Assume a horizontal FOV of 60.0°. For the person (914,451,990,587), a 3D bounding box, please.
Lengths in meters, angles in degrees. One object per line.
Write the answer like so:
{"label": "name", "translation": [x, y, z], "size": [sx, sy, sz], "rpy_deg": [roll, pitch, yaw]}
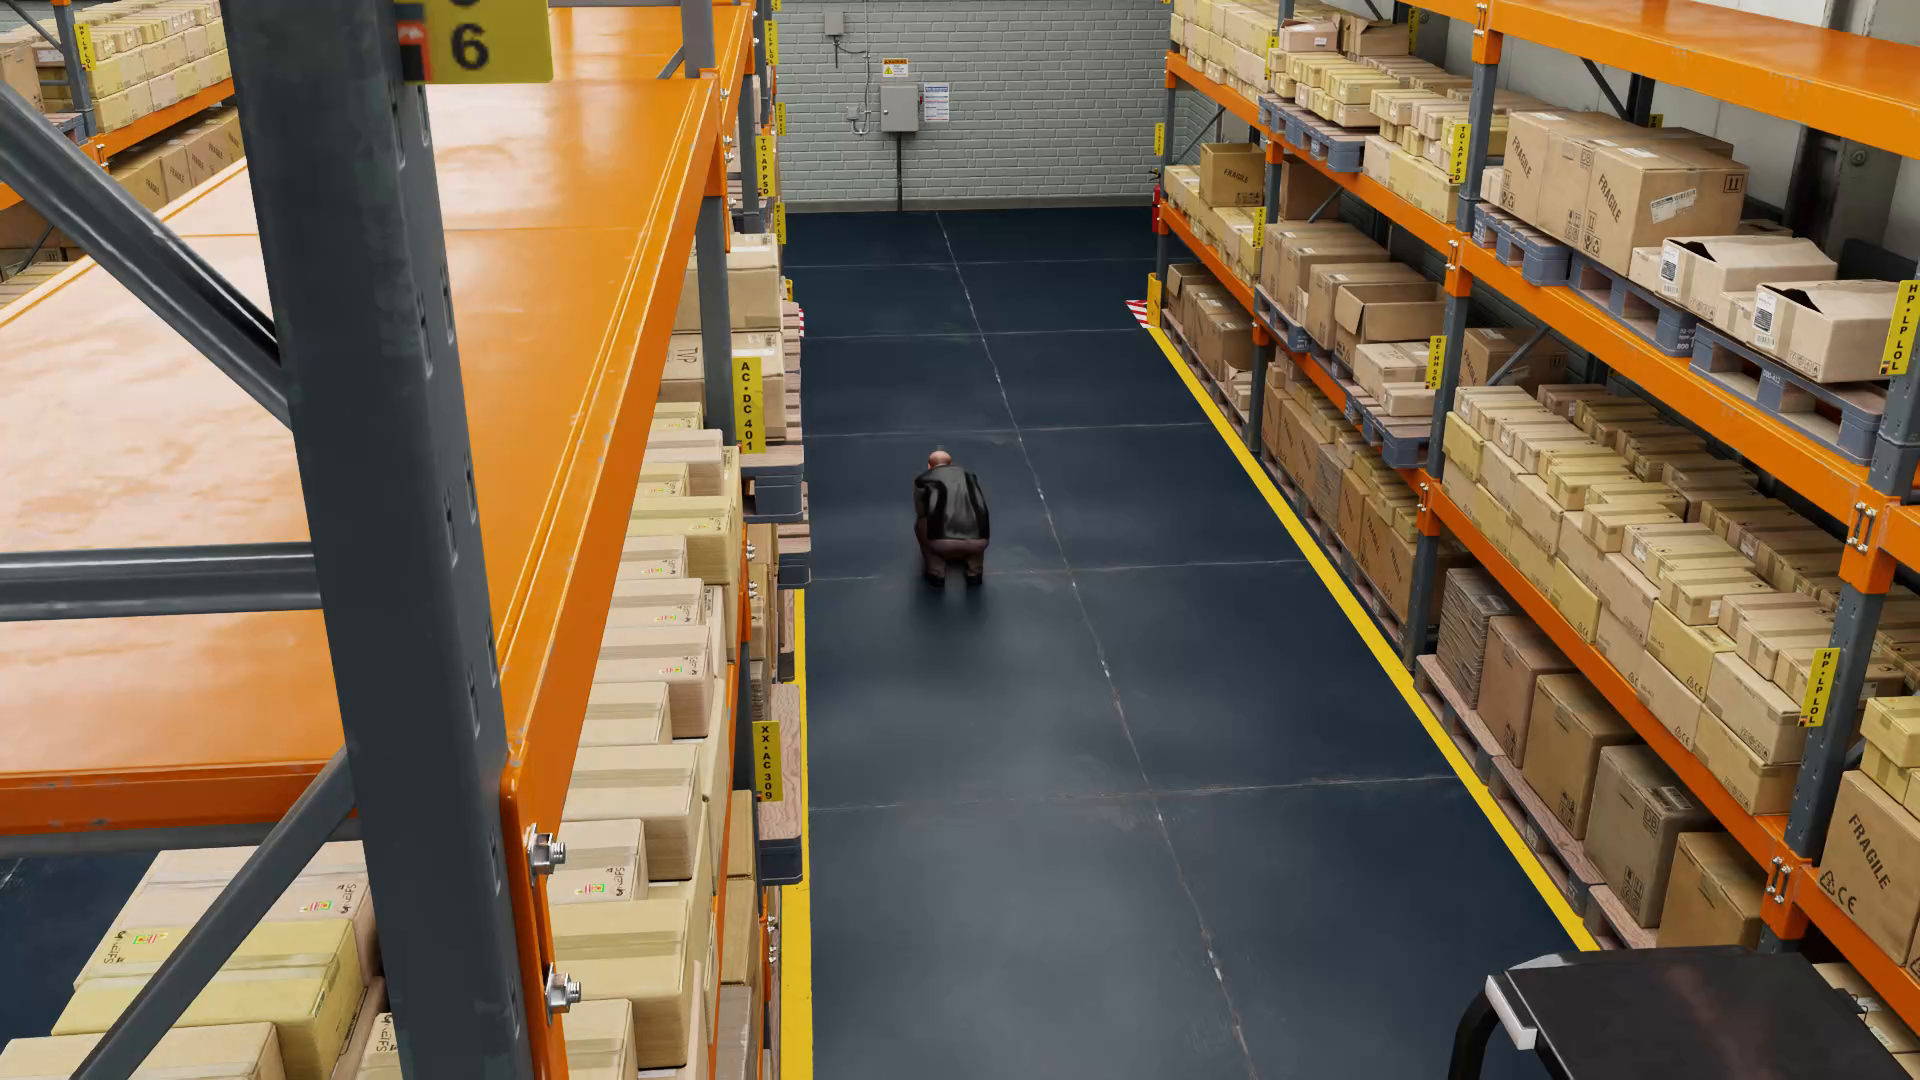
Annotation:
{"label": "person", "translation": [-0.062, -0.118, 11.883], "size": [0.528, 0.831, 0.897], "rpy_deg": [-2, 24, -5]}
